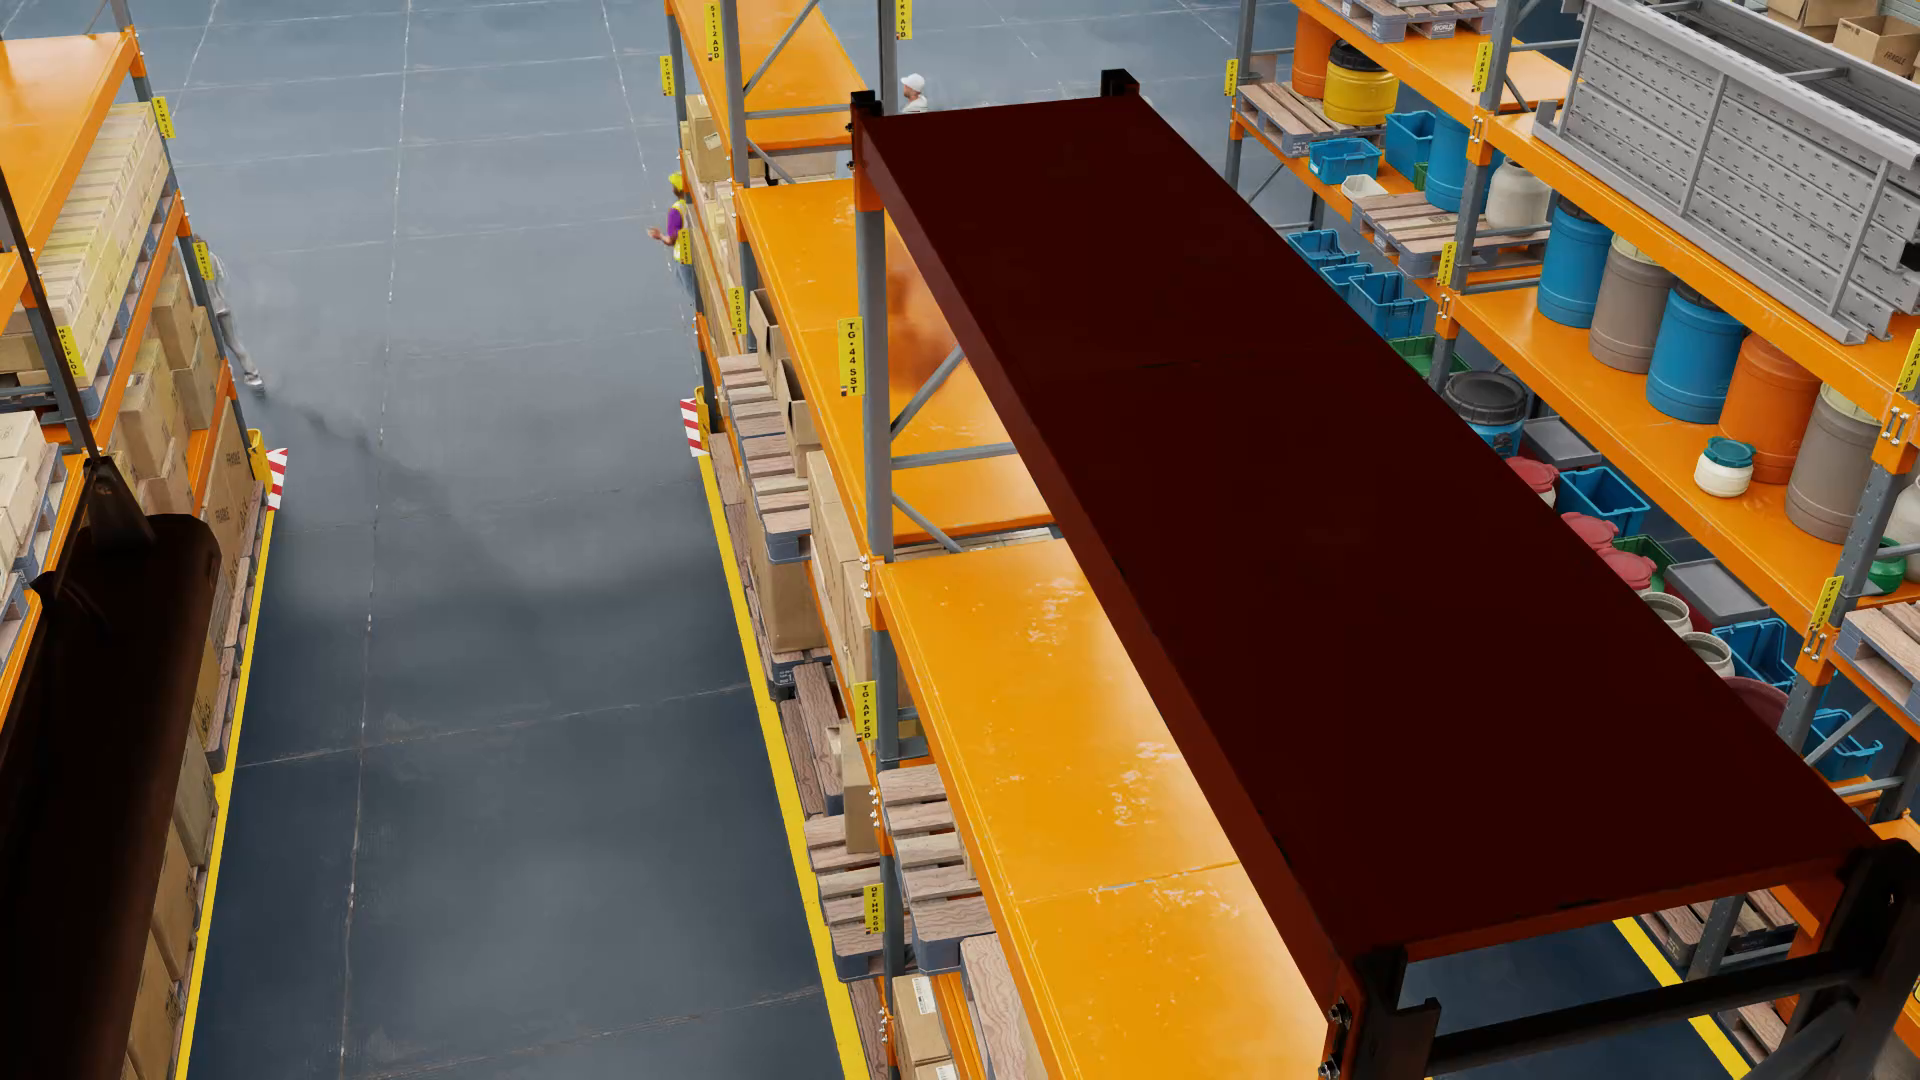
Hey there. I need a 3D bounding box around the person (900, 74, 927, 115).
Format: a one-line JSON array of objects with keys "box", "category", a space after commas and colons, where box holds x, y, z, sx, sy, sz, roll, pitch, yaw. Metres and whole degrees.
[{"box": [-0.563, -4.404, 18.946, 0.708, 1.832, 0.630, 8, 35, 11], "category": "person"}]

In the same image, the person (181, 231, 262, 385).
[{"box": [-7.161, -2.175, 15.847, 0.806, 1.586, 0.552, 25, 41, 31], "category": "person"}]

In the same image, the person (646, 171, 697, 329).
[{"box": [-2.737, -2.874, 16.754, 0.686, 1.774, 0.704, 16, 38, 22], "category": "person"}]
